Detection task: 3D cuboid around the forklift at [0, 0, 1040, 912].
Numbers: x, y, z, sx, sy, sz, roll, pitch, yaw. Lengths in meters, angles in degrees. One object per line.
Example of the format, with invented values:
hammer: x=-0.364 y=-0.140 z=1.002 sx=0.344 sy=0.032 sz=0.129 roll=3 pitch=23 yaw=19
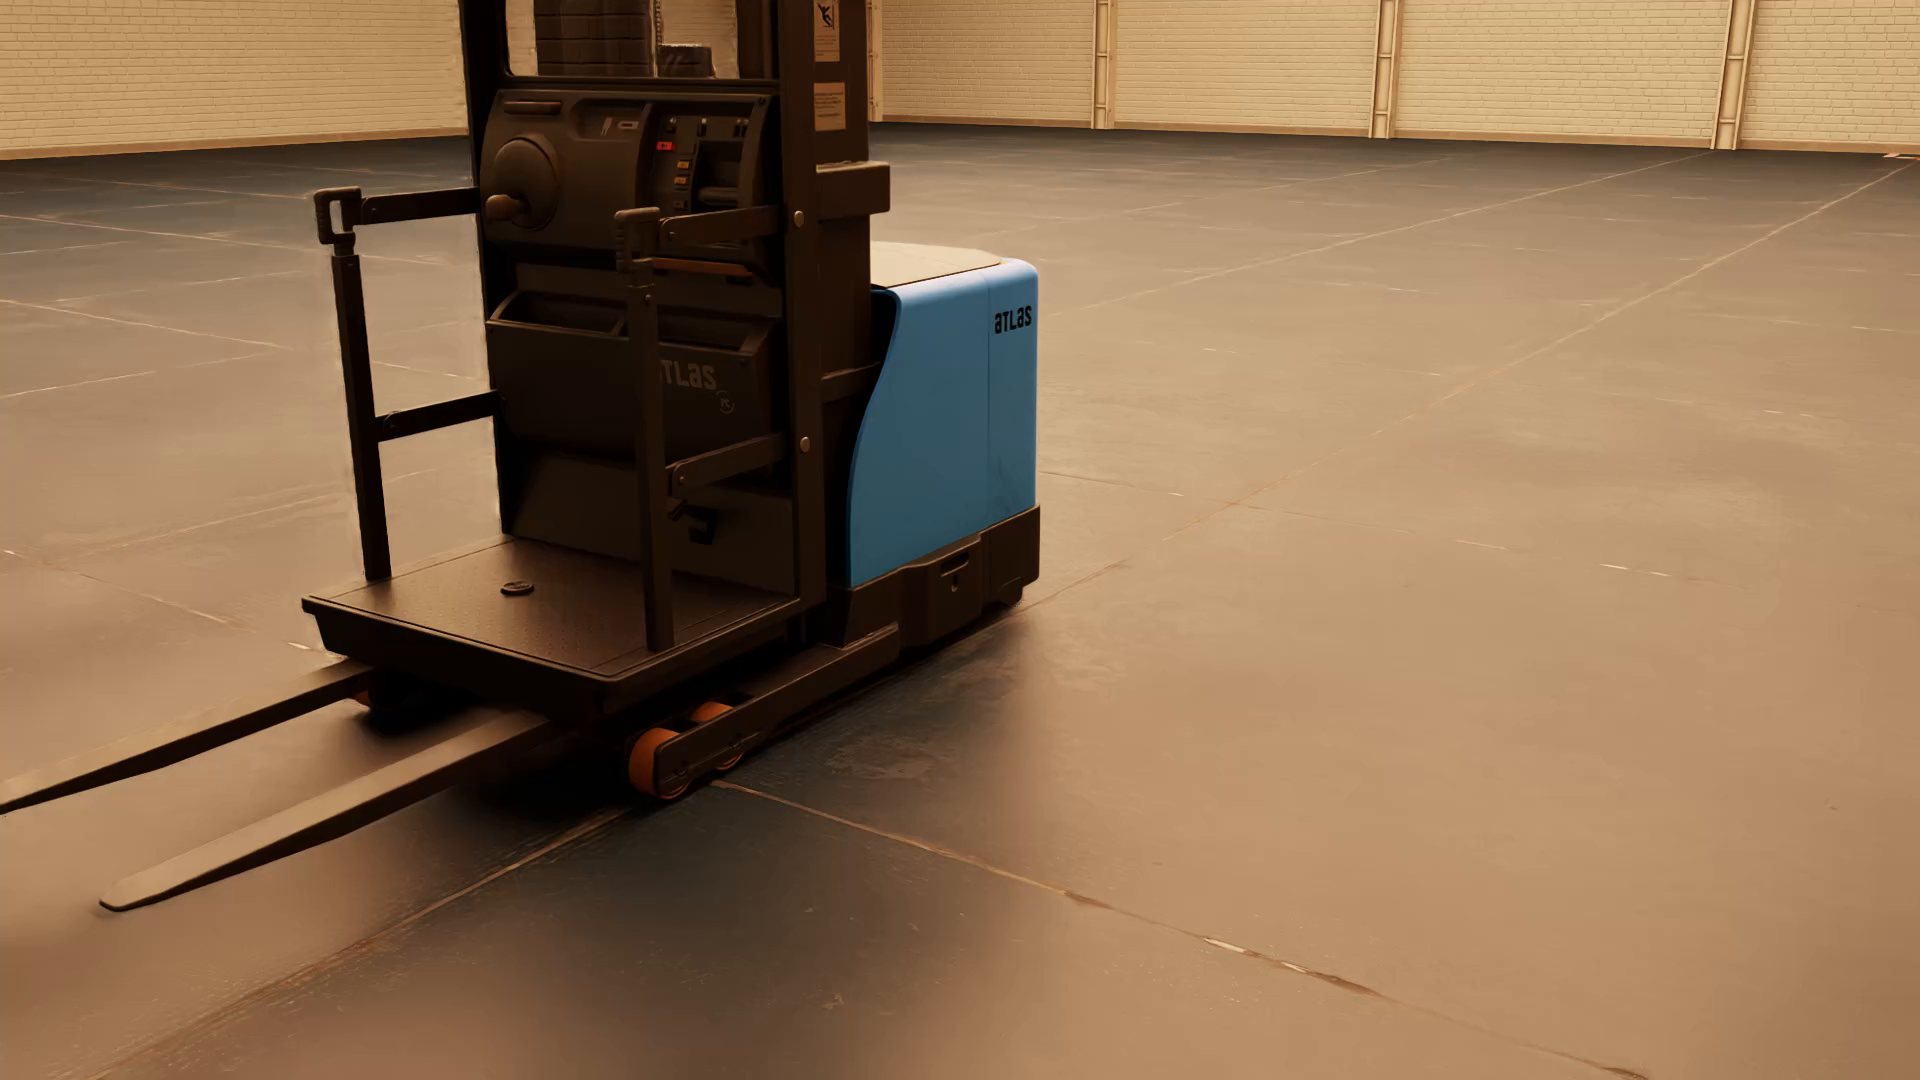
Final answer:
forklift: x=-0.966 y=-0.947 z=4.000 sx=1.130 sy=2.935 sz=3.031 roll=10 pitch=20 yaw=31
